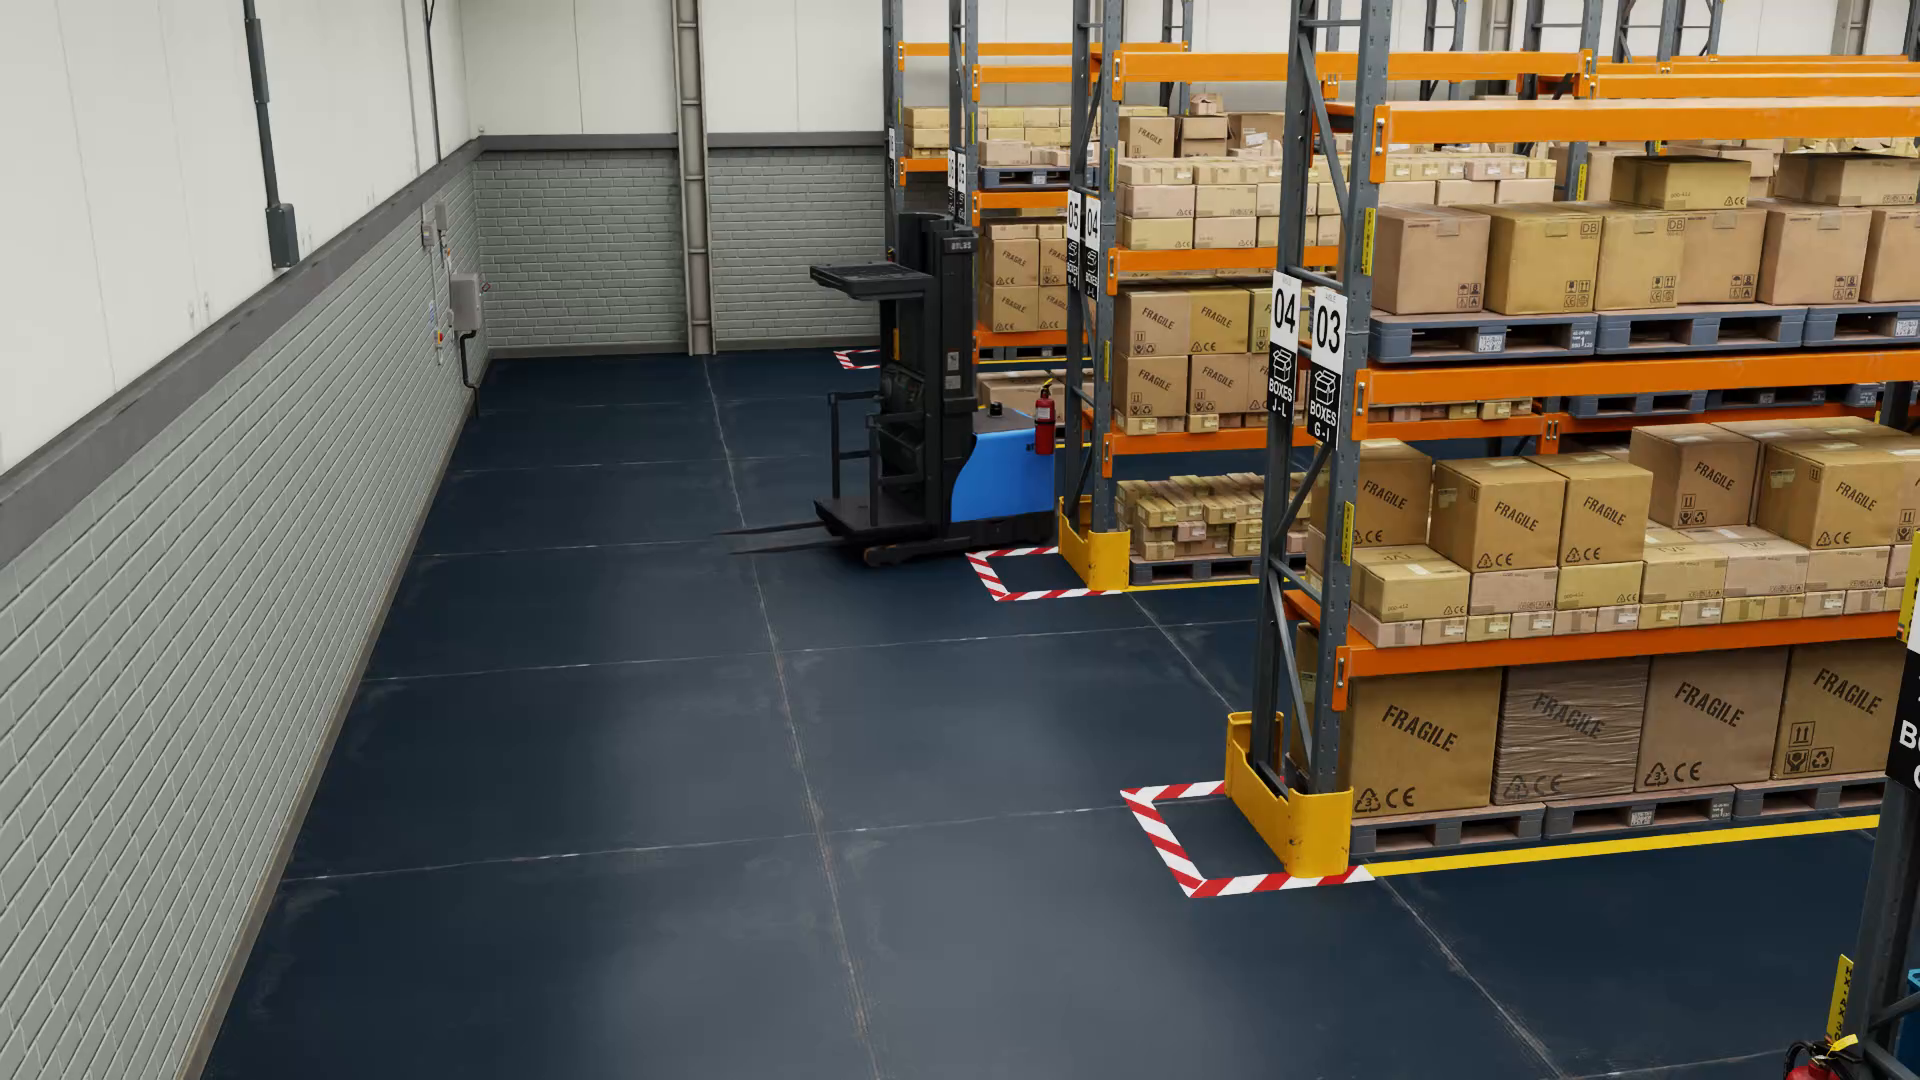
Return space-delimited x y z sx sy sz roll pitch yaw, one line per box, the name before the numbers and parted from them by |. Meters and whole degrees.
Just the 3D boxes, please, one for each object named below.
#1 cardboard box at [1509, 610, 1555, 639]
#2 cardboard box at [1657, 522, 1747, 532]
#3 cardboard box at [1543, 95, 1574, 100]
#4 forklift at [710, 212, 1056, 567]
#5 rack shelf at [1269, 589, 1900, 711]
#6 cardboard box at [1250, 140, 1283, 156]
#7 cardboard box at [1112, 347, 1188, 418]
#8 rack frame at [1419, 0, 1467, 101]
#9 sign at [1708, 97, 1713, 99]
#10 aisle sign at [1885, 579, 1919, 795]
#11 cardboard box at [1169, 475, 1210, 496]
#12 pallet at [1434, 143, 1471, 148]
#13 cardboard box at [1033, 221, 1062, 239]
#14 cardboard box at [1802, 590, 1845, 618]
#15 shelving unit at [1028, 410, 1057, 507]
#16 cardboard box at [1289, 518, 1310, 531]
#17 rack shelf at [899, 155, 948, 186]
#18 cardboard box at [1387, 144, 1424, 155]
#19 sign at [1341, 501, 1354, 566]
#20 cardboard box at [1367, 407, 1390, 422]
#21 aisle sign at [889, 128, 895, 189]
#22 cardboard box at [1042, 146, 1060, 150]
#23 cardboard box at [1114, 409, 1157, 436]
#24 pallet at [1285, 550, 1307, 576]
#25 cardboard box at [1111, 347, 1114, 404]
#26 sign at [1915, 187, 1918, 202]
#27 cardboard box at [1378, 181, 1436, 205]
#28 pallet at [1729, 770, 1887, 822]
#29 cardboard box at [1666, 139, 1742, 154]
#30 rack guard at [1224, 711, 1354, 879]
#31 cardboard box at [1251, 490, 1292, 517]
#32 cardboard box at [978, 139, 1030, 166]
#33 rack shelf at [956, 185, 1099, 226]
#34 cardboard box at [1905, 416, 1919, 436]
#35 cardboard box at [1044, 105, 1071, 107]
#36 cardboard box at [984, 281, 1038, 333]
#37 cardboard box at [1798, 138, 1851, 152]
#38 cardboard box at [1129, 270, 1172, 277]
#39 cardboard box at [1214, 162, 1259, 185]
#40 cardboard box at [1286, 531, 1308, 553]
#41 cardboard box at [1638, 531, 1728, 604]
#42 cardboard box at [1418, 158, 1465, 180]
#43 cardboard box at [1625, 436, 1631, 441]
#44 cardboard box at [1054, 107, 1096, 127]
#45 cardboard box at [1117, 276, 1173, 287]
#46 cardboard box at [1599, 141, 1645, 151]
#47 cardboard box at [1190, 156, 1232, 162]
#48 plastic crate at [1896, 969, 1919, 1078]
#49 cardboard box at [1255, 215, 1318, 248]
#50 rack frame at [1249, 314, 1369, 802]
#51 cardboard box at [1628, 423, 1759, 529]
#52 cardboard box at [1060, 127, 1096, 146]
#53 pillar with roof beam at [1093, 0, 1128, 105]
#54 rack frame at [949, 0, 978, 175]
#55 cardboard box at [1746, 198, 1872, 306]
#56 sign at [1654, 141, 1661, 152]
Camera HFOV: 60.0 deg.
cardboard box | 3.084 0.409 9.237 0.250 0.149 0.380 -4 17 -11
cardboard box | 4.333 -0.028 9.982 0.500 0.250 0.500 -3 17 -9
cardboard box | 8.700 -6.232 24.268 0.500 0.500 0.500 -3 17 -9
forklift | -0.695 -1.343 14.629 3.031 2.935 1.130 -7 18 -22
rack shelf | 3.878 0.490 9.771 4.000 0.370 1.077 -3 17 -10
cardboard box | 3.395 -4.312 18.416 0.258 0.266 0.396 -3 17 -9
cardboard box | 1.565 -1.313 13.740 0.500 0.500 0.500 -2 17 -8
rack frame | 6.943 -7.343 23.831 0.127 3.000 1.000 -3 17 -10
sign | 10.983 -6.374 24.368 0.005 0.325 0.100 -3 17 -10
aisle sign | 2.727 0.362 4.534 0.004 0.787 0.394 -3 17 -10
cardboard box | 2.032 -0.451 14.737 0.250 0.149 0.380 -4 17 -12
pallet | 7.593 -5.883 24.507 1.003 0.211 1.213 -2 17 -8
cardboard box | 0.956 -3.392 18.205 0.250 0.149 0.380 -3 17 -9
cardboard box | 4.847 0.309 9.562 0.250 0.149 0.380 -3 17 -9
shelving unit | 0.772 -0.700 15.741 0.215 1.050 0.252 6 18 19
cardboard box | 2.912 -0.203 14.437 0.250 0.149 0.380 -2 17 -8
rack shelf | 1.052 -5.231 23.289 4.000 0.370 1.077 -3 17 -10
cardboard box | 4.882 -4.470 18.700 0.500 0.500 0.500 -4 17 -11
sign | 2.013 -0.034 8.642 0.005 0.325 0.100 -3 17 -10
cardboard box | 3.479 -1.124 14.228 0.250 0.149 0.380 -4 17 -11
aisle sign | -0.923 -5.184 22.592 0.004 0.787 0.394 -3 17 -10
cardboard box | 1.213 -5.367 22.934 0.250 0.149 0.380 -3 17 -9
cardboard box | 1.452 -0.981 13.764 0.250 0.149 0.380 -3 17 -11
pallet | 3.147 0.049 14.731 1.213 0.211 1.003 -3 17 -10
cardboard box | 1.465 -1.467 14.241 0.500 0.500 0.500 -3 17 -9
sign | 5.729 -1.952 9.973 0.005 0.325 0.100 -3 17 -10
cardboard box | 3.571 -2.847 13.705 0.500 0.250 0.500 -3 17 -8
pallet | 5.080 1.388 10.373 1.213 0.211 1.003 -3 17 -10
cardboard box | 8.821 -4.576 19.762 0.500 0.500 0.700 -3 17 -10
rack guard | 1.890 1.454 9.665 0.348 0.500 1.175 -3 17 -10
cardboard box | 2.672 -0.309 14.274 0.250 0.149 0.380 -3 17 -8
cardboard box | 0.459 -4.261 18.275 0.500 0.250 0.500 -5 18 -16
rack shelf | 1.998 -3.801 18.631 4.000 0.370 1.077 -3 17 -10
cardboard box | 9.542 -0.757 15.721 0.750 0.750 1.050 -3 17 -11
cardboard box | 1.472 -5.989 23.428 0.500 0.250 0.500 -3 17 -11
cardboard box | 0.560 -2.591 18.406 0.500 0.500 0.500 -3 17 -11
cardboard box | 7.728 -3.474 14.868 0.258 0.266 0.396 -3 17 -10
cardboard box | 2.059 -3.159 18.554 0.500 0.500 0.500 -3 17 -10
cardboard box | 2.206 -2.938 13.324 0.250 0.149 0.380 -3 17 -10
cardboard box | 2.897 -0.020 14.346 0.250 0.149 0.380 -4 18 -13
cardboard box | 3.951 0.150 9.402 0.500 0.250 0.500 -4 17 -12
cardboard box | 3.975 -3.072 13.759 0.250 0.149 0.380 -3 17 -8
cardboard box | 6.298 -0.760 14.881 0.500 0.250 0.500 -3 17 -9
cardboard box | 1.570 -5.842 22.950 0.500 0.250 0.500 -3 17 -9
cardboard box | 1.474 -1.943 14.087 0.500 0.500 0.500 -4 17 -12
cardboard box | 7.547 -4.664 19.327 0.637 0.503 0.797 -4 18 -14
cardboard box | 2.094 -3.119 13.911 0.250 0.149 0.380 -3 17 -10
plastic crate | 3.147 1.567 4.876 0.499 0.435 0.616 -3 17 -10
cardboard box | 2.583 -2.552 13.596 0.500 0.250 0.500 -4 17 -12
rack frame | 1.914 0.258 9.302 0.127 3.000 1.000 -3 17 -10
cardboard box | 4.328 -0.386 9.868 0.500 0.500 0.500 -4 17 -12
cardboard box | 1.576 -5.601 23.016 0.500 0.250 0.500 -3 17 -9
pillar with roof beam | 2.978 -6.100 19.785 0.400 9.000 9.100 -3 17 -10
rack frame | 0.034 -5.467 17.723 0.127 3.000 1.000 -3 17 -10
cardboard box | 4.555 -1.606 9.205 0.500 0.500 0.700 -2 17 -8
sign | 7.986 -4.603 19.004 0.005 0.325 0.100 -3 17 -10
